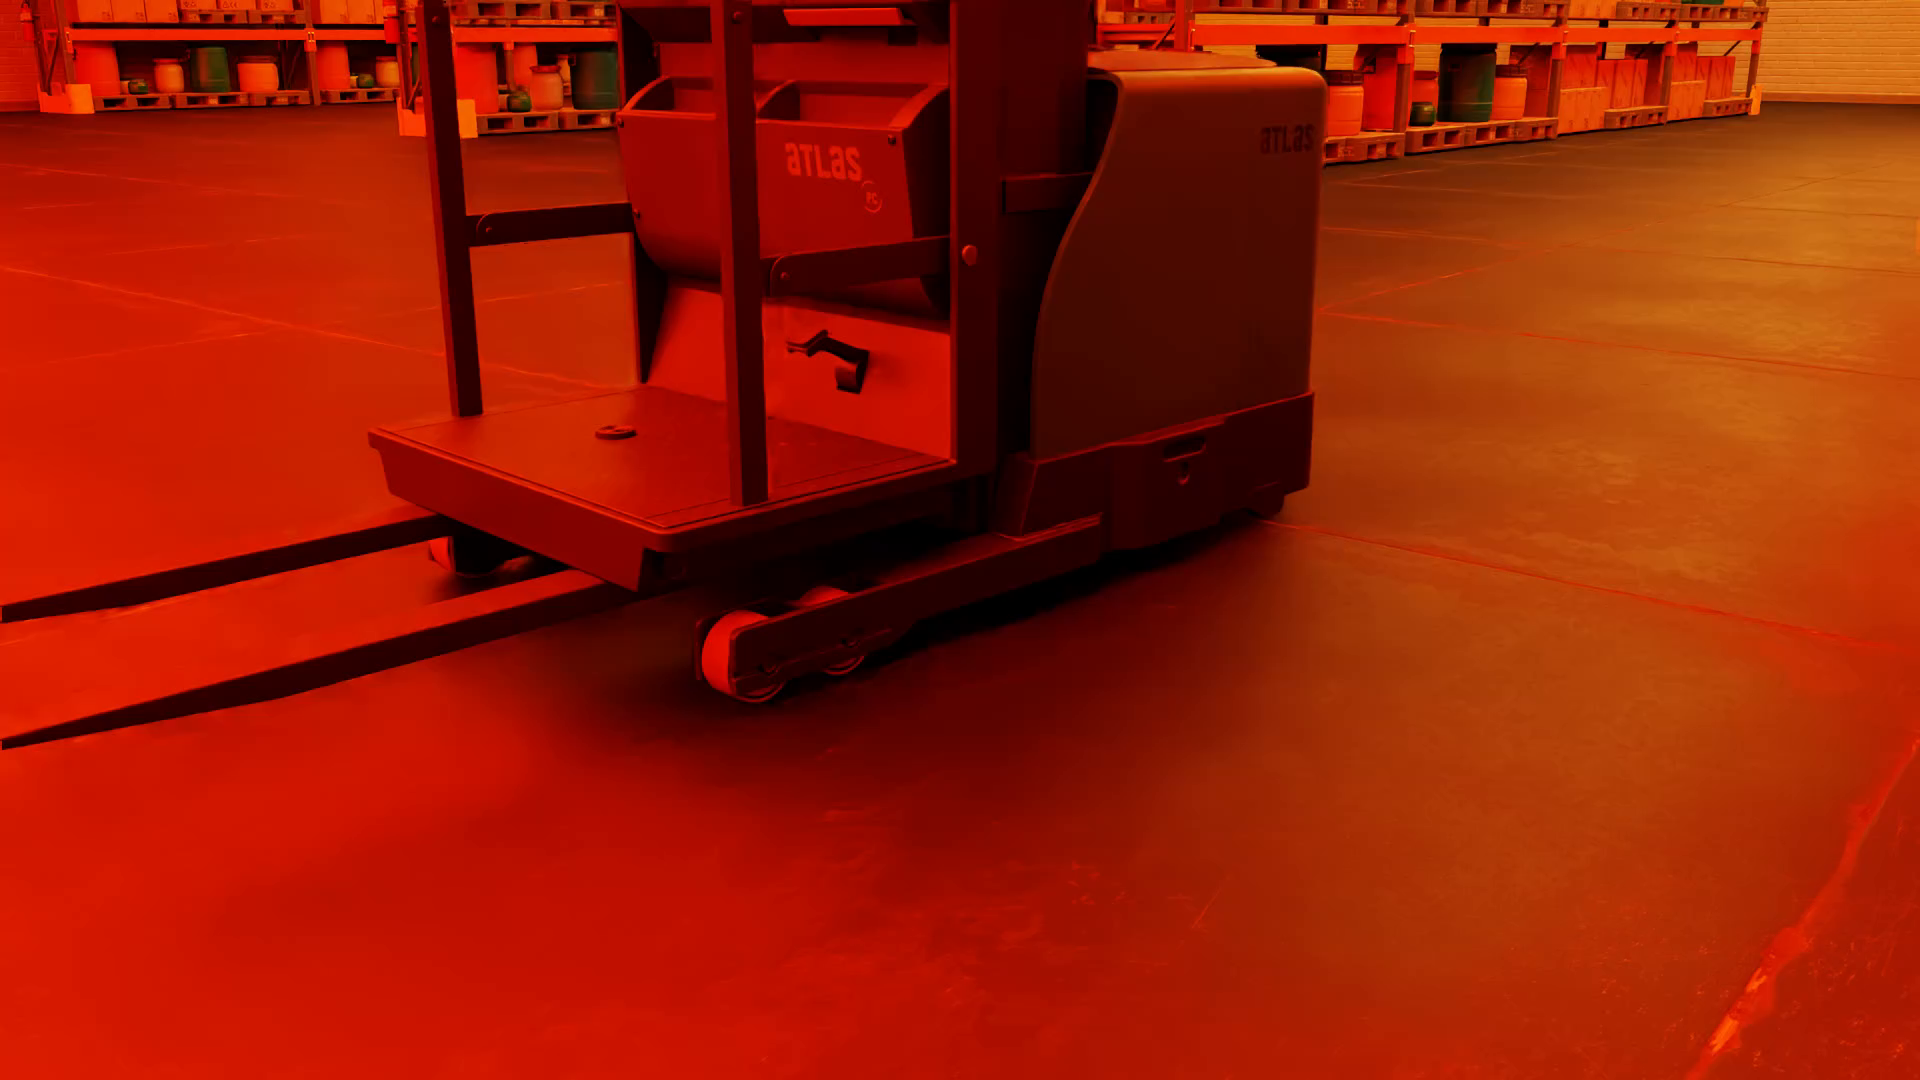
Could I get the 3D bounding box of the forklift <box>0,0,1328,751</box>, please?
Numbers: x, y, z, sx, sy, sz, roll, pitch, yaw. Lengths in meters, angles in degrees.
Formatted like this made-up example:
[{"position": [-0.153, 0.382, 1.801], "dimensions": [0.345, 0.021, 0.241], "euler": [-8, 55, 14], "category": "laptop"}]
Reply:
[{"position": [-0.528, -1.279, 3.108], "dimensions": [3.031, 2.935, 1.130], "euler": [-16, 23, -42], "category": "forklift"}]
